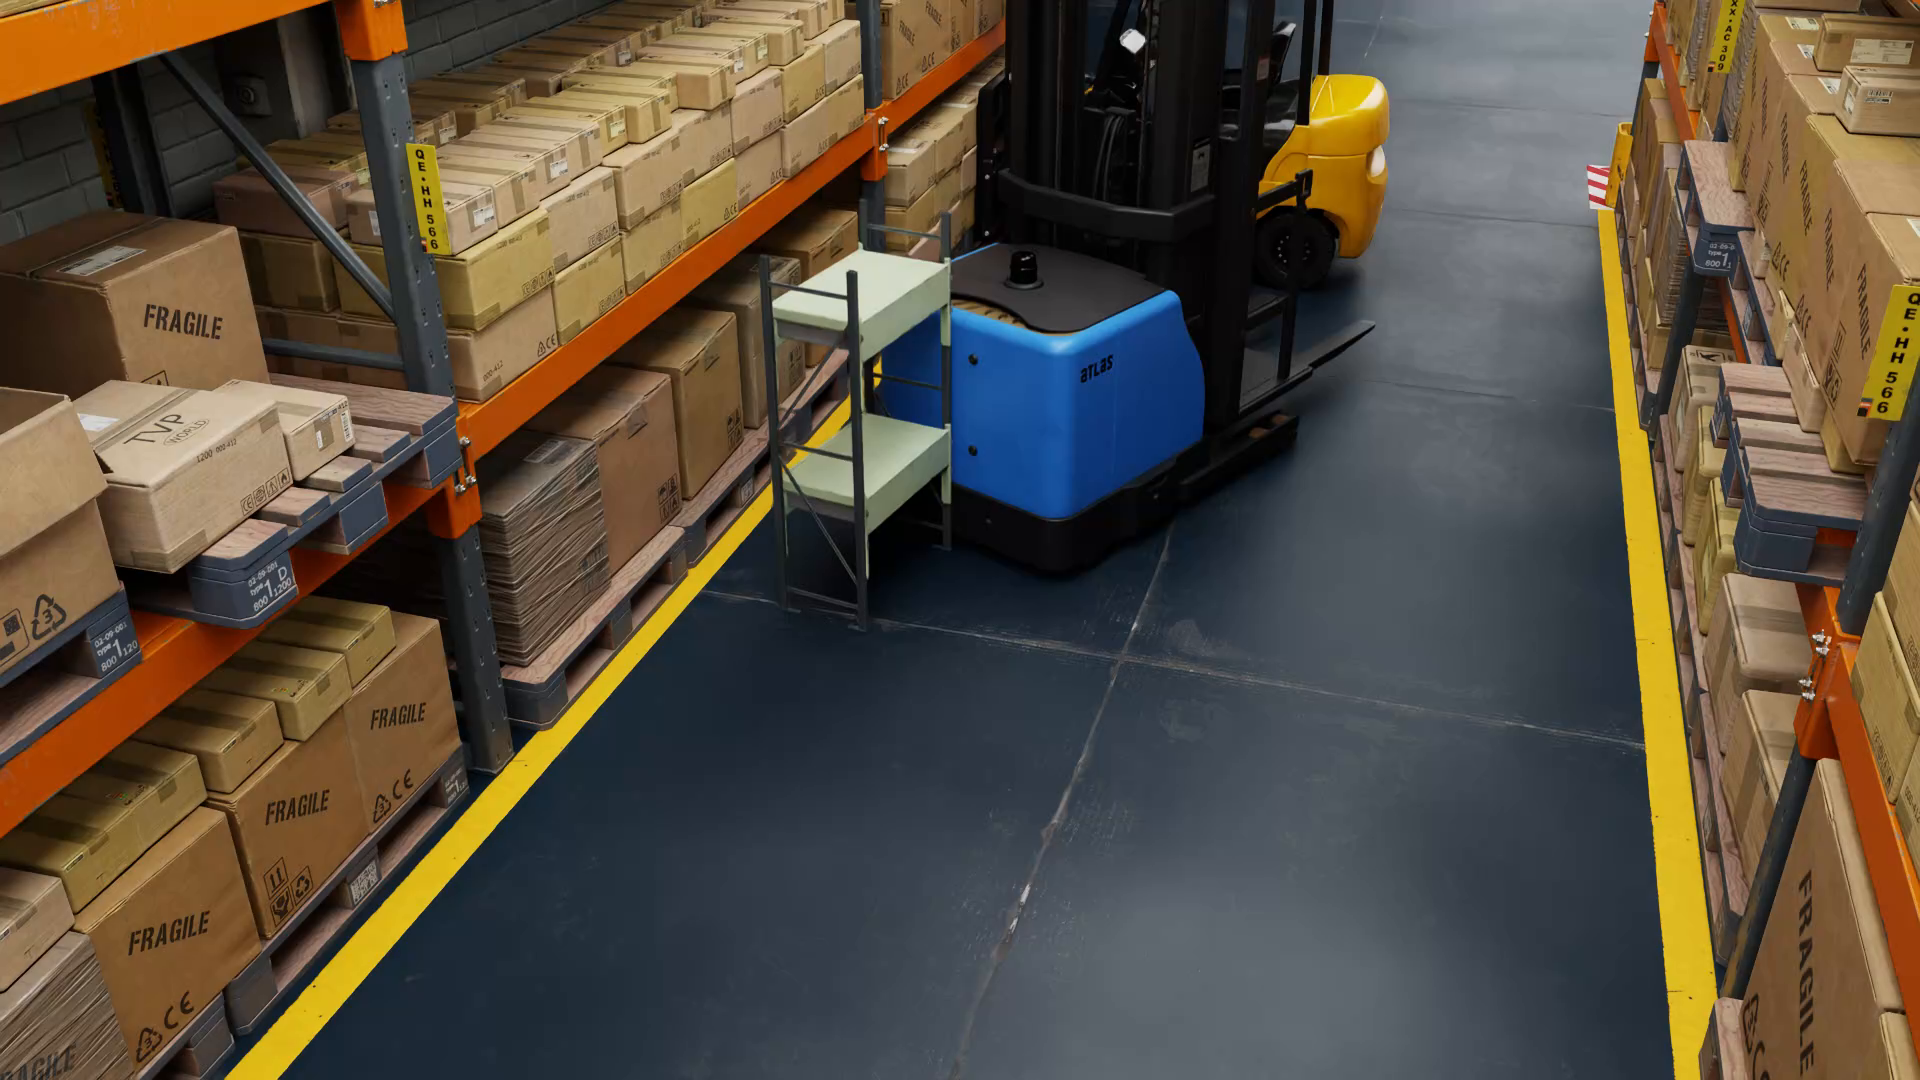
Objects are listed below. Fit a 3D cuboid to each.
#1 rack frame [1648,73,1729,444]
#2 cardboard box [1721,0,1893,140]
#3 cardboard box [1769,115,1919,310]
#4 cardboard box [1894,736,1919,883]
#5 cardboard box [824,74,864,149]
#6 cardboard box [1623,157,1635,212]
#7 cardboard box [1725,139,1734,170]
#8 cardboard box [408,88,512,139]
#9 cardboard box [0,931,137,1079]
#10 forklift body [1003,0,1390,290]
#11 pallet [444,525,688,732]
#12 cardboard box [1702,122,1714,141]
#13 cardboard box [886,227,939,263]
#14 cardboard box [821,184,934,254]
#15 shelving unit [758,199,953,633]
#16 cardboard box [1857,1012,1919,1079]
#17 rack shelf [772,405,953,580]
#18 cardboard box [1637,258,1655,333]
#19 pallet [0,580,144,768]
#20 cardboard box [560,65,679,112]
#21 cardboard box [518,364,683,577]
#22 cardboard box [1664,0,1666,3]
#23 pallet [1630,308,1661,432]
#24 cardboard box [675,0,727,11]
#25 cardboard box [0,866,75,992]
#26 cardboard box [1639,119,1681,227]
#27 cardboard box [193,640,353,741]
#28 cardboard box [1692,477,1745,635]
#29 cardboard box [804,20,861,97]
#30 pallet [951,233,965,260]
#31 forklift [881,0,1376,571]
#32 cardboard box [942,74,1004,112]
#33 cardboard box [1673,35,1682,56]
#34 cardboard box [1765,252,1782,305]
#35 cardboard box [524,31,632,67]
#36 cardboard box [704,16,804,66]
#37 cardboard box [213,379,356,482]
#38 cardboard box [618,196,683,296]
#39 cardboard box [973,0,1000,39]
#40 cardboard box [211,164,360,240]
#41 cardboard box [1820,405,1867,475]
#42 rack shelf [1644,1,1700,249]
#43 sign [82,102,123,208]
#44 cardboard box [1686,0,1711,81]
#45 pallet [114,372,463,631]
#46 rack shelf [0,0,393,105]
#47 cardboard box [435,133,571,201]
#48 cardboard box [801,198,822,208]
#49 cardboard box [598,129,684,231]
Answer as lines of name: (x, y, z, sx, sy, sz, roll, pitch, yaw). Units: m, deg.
rack frame: (3.853, -1.741, 7.295, 1.000, 3.000, 0.127, 8, 30, 15)
cardboard box: (3.441, -1.922, 6.778, 0.500, 0.500, 0.500, 9, 30, 16)
cardboard box: (2.835, -0.967, 5.062, 0.500, 0.500, 0.500, 6, 30, 11)
cardboard box: (2.161, 0.616, 3.212, 0.500, 0.250, 0.500, 8, 30, 13)
cardboard box: (-0.791, -2.111, 8.113, 0.500, 0.250, 0.500, 9, 30, 16)
cardboard box: (4.526, -2.247, 10.600, 0.500, 0.250, 0.500, 8, 30, 14)
cardboard box: (3.389, -1.603, 6.873, 0.380, 0.149, 0.250, 9, 30, 16)
cardboard box: (-1.905, -1.580, 6.234, 0.380, 0.149, 0.250, 8, 30, 15)
cardboard box: (-2.429, 1.266, 4.028, 0.500, 0.500, 0.500, 7, 30, 13)
forklift body: (1.468, -2.794, 10.060, 2.313, 2.155, 1.214, 8, 30, 15)
pallet: (-1.788, 0.253, 6.579, 1.003, 0.211, 1.213, 8, 30, 15)
cardboard box: (3.656, -1.824, 7.702, 0.380, 0.149, 0.250, 8, 30, 14)
cardboard box: (-0.435, -1.607, 9.450, 0.500, 0.250, 0.500, 9, 30, 15)
cardboard box: (-0.456, -1.829, 9.334, 0.500, 0.250, 0.500, 8, 30, 15)
shelving unit: (-0.382, -0.492, 6.592, 0.431, 1.500, 0.755, 14, 32, 23)
cardboard box: (2.131, 1.586, 3.068, 0.875, 0.875, 0.875, 9, 30, 15)
rack shelf: (-0.382, -0.208, 6.751, 0.431, 0.370, 0.720, 14, 32, 23)
cardboard box: (3.916, -1.285, 8.871, 0.500, 0.250, 0.500, 8, 30, 14)
pallet: (-2.634, 0.399, 3.644, 1.003, 0.211, 1.213, 8, 30, 15)
cardboard box: (-1.340, -1.758, 6.555, 0.380, 0.149, 0.250, 8, 30, 15)
cardboard box: (-1.687, -0.327, 6.764, 0.875, 0.625, 0.625, 9, 30, 17)
cardboard box: (4.623, -3.593, 10.215, 0.500, 0.500, 0.500, 8, 30, 14)
pallet: (4.016, -0.840, 8.543, 1.003, 0.211, 1.213, 8, 30, 15)
cardboard box: (-1.330, -2.525, 7.933, 0.380, 0.149, 0.250, 7, 30, 13)
cardboard box: (-2.386, 0.914, 3.993, 0.380, 0.149, 0.250, 7, 30, 12)
cardboard box: (4.215, -2.088, 9.542, 0.500, 0.500, 0.500, 9, 30, 16)
cardboard box: (-2.021, 0.433, 4.857, 0.380, 0.149, 0.250, 7, 30, 12)
cardboard box: (3.291, 0.126, 6.210, 0.950, 0.372, 0.625, 10, 30, 17)
cardboard box: (-0.793, -2.336, 8.004, 0.500, 0.250, 0.500, 8, 30, 14)
pallet: (-0.620, -1.593, 9.896, 1.003, 0.211, 1.213, 8, 30, 15)
forklift: (0.986, -1.792, 7.456, 1.130, 2.935, 3.031, 23, 36, 35)
cardboard box: (0.005, -2.759, 10.491, 0.500, 0.250, 0.500, 8, 30, 14)
cardboard box: (4.351, -2.895, 9.626, 0.380, 0.149, 0.250, 9, 30, 16)
cardboard box: (2.929, -0.873, 5.561, 0.380, 0.149, 0.250, 8, 30, 13)
cardboard box: (-1.626, -2.057, 7.093, 0.380, 0.149, 0.250, 8, 30, 14)
cardboard box: (-0.912, -2.215, 7.375, 0.380, 0.149, 0.250, 8, 30, 13)
cardboard box: (-1.893, -0.303, 4.535, 0.380, 0.149, 0.250, 9, 30, 16)
cardboard box: (-1.407, -1.168, 6.419, 0.500, 0.250, 0.500, 8, 30, 13)
cardboard box: (-0.061, -3.371, 10.121, 0.500, 0.500, 0.500, 9, 30, 15)
cardboard box: (-2.165, -1.096, 5.365, 0.380, 0.149, 0.250, 9, 30, 16)
cardboard box: (2.560, -0.277, 4.489, 0.380, 0.149, 0.250, 9, 30, 16)
rack shelf: (4.440, -2.356, 9.140, 1.077, 0.370, 4.000, 8, 30, 15)
sign: (-2.599, -1.173, 5.081, 0.100, 0.325, 0.005, 8, 30, 15)
cardboard box: (4.038, -2.639, 8.499, 0.500, 0.500, 0.500, 9, 30, 16)
pallet: (-2.199, -0.180, 4.686, 1.213, 0.211, 1.003, 8, 30, 15)
rack shelf: (-2.654, -0.656, 2.998, 1.077, 0.370, 4.000, 8, 30, 15)
cardboard box: (-1.564, -1.270, 5.676, 0.380, 0.149, 0.250, 9, 30, 16)
cardboard box: (-0.946, -1.904, 9.469, 0.500, 0.250, 0.500, 8, 30, 14)
cardboard box: (-1.385, -1.386, 6.297, 0.500, 0.250, 0.500, 8, 30, 14)
